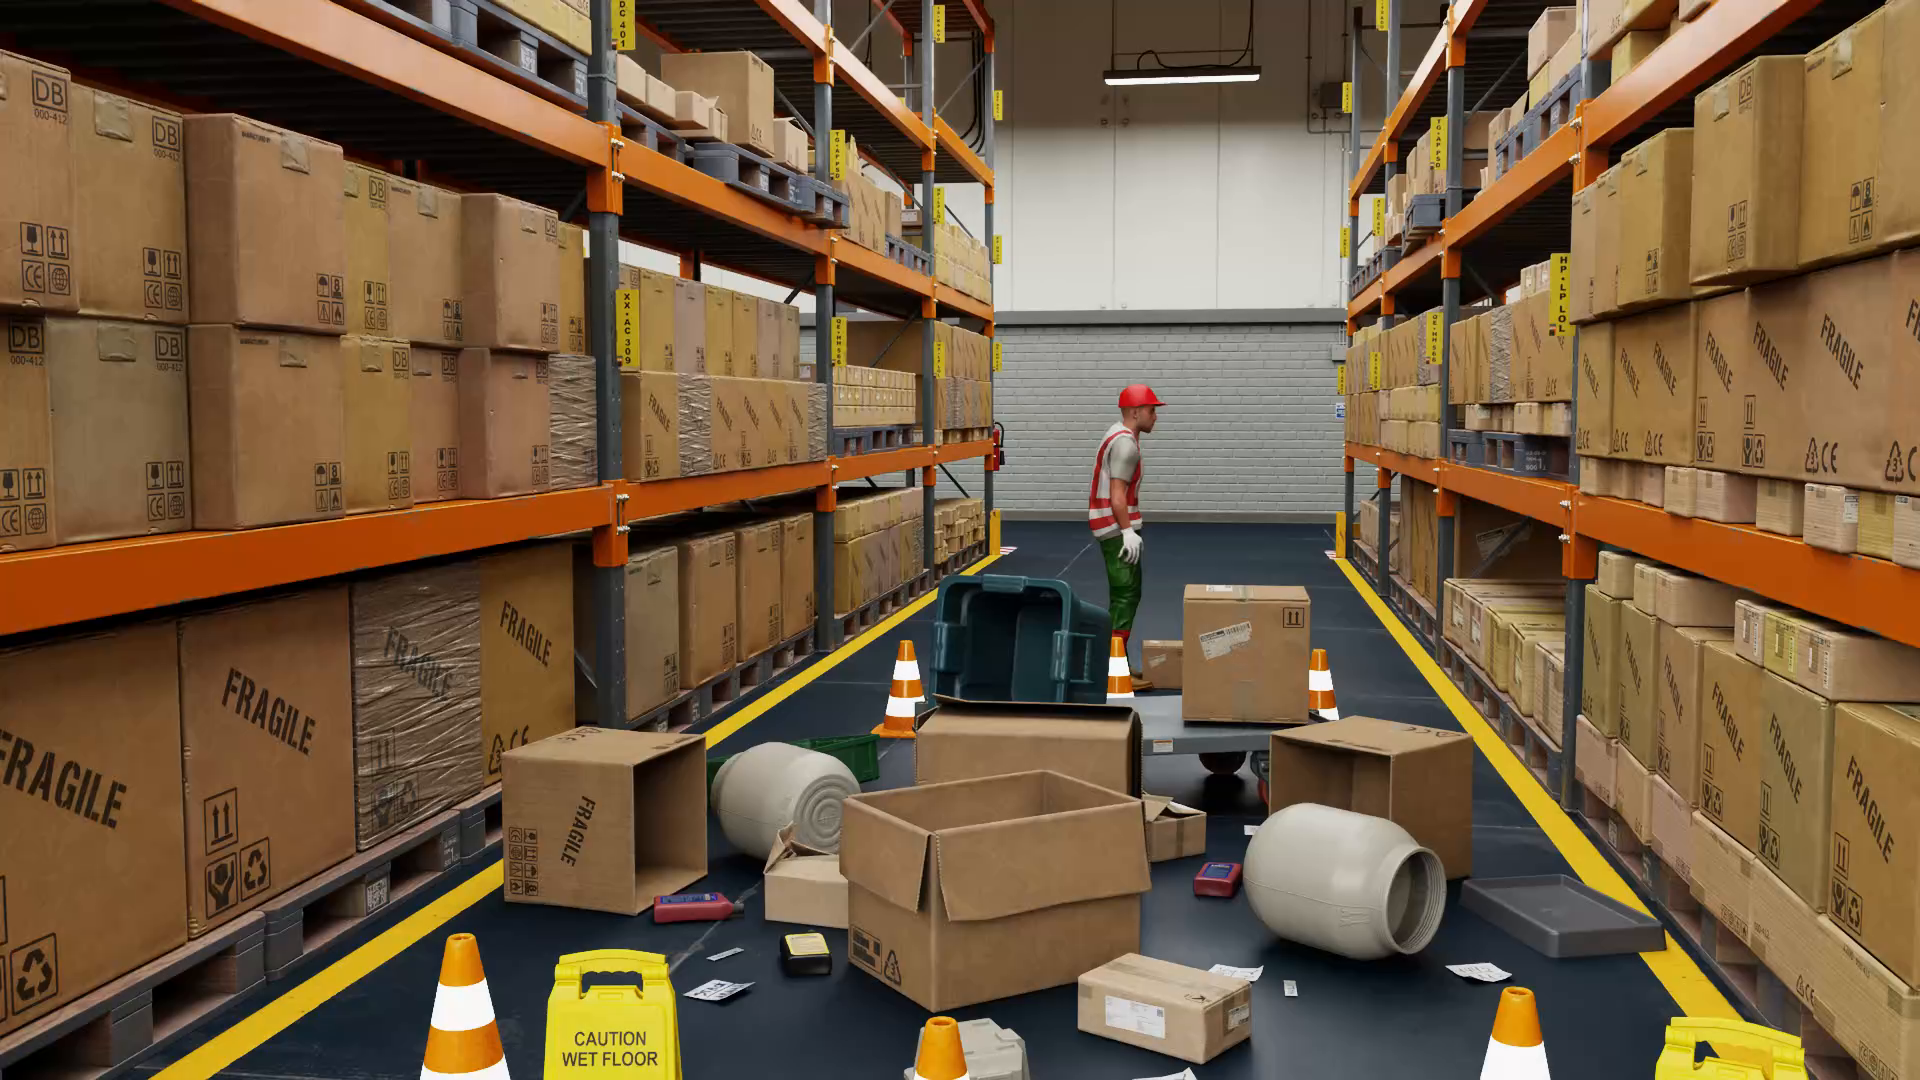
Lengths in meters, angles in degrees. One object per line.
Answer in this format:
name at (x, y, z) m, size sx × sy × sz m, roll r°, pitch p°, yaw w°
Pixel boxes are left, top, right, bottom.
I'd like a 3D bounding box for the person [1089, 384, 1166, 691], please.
person at (0.986, -0.027, 9.828) m, size 0.451 × 1.780 × 0.623 m, roll 1°, pitch 4°, yaw 7°
